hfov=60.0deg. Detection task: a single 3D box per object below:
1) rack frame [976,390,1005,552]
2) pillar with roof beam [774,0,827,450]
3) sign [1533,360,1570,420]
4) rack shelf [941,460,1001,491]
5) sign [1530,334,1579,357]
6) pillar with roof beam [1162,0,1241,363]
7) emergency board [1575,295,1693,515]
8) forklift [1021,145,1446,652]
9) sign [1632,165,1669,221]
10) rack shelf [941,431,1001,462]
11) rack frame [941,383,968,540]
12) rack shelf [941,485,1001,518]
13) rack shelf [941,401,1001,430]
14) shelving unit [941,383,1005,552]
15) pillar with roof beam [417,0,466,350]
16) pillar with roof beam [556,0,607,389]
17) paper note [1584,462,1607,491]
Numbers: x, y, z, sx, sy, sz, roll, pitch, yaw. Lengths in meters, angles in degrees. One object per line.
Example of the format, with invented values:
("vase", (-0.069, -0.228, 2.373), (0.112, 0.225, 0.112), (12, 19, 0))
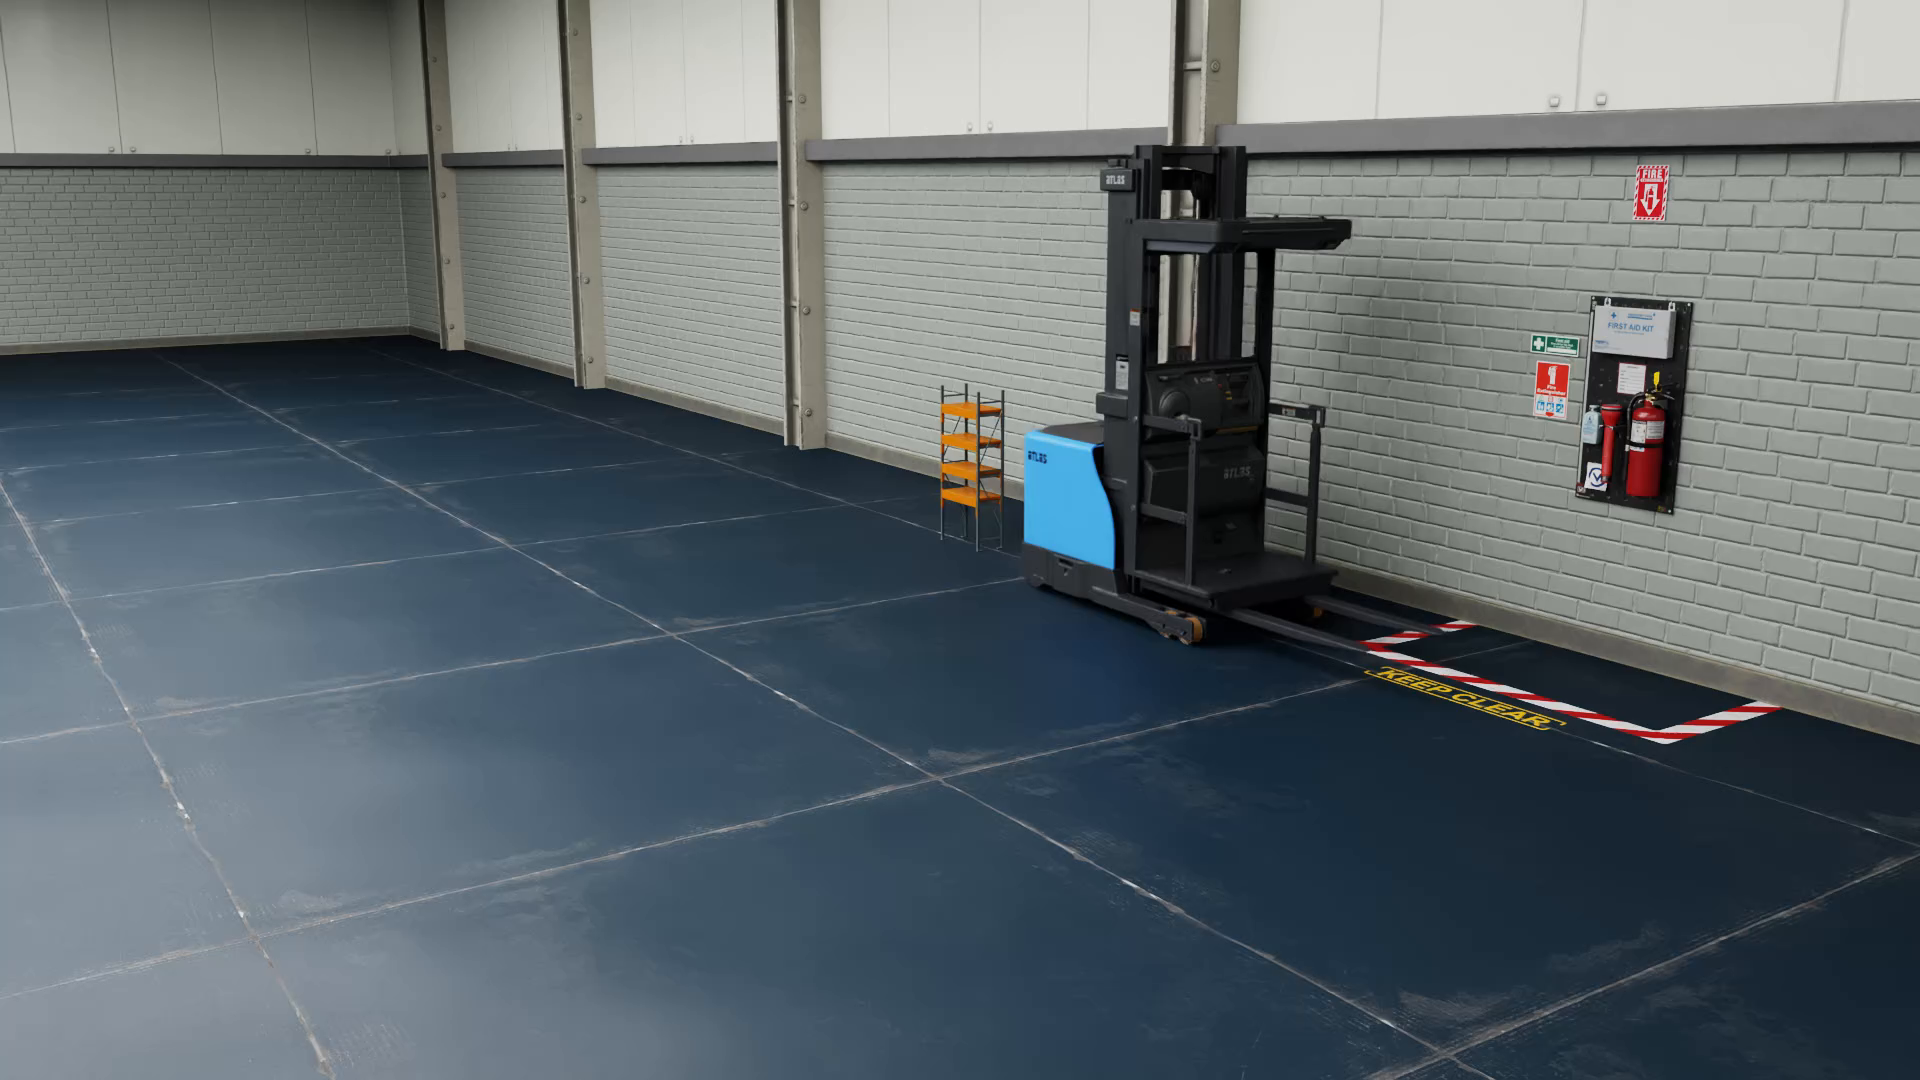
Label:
("rack frame", (0.227, -0.513, 12.401), (0.240, 1.200, 0.015), (-8, 15, -33))
("pillar with roof beam", (-5.190, -4.867, 14.053), (9.100, 9.000, 0.400), (-8, 15, -33))
("sign", (3.485, -0.884, 9.797), (0.001, 0.329, 0.234), (-8, 15, -33))
("rack shelf", (0.092, -0.491, 12.613), (0.258, 0.148, 0.480), (-8, 15, -33))
("sign", (3.480, -1.141, 9.732), (0.001, 0.109, 0.331), (-8, 15, -33))
("pillar with roof beam", (-1.866, -3.800, 9.174), (9.100, 9.000, 0.400), (-8, 15, -33))
("emergency board", (3.705, -0.756, 9.295), (0.194, 1.169, 0.643), (-8, 15, -33))
("forklift", (1.648, -0.918, 10.201), (1.130, 2.935, 3.031), (-8, 15, -32))
("sign", (3.784, -1.901, 9.108), (0.001, 0.298, 0.199), (-8, 15, -33))
("rack shelf", (0.092, -0.710, 12.566), (0.258, 0.148, 0.480), (-8, 15, -33))
("rack frame", (-0.043, -0.600, 12.797), (0.240, 1.200, 0.015), (-8, 15, -33))
("rack shelf", (0.092, -0.297, 12.656), (0.258, 0.148, 0.480), (-8, 15, -33))
("rack shelf", (0.092, -0.941, 12.515), (0.258, 0.148, 0.480), (-8, 15, -33))
("shelving unit", (0.092, -0.557, 12.599), (0.258, 1.200, 0.503), (-8, 15, -33))
("pillar with roof beam", (-11.838, -7.001, 23.812), (9.100, 9.000, 0.400), (-8, 15, -33))
("pillar with roof beam", (-8.514, -5.934, 18.933), (9.100, 9.000, 0.400), (-8, 15, -33))
("paper note", (3.664, -0.365, 9.571), (0.016, 0.148, 0.142), (-8, 15, -33))
